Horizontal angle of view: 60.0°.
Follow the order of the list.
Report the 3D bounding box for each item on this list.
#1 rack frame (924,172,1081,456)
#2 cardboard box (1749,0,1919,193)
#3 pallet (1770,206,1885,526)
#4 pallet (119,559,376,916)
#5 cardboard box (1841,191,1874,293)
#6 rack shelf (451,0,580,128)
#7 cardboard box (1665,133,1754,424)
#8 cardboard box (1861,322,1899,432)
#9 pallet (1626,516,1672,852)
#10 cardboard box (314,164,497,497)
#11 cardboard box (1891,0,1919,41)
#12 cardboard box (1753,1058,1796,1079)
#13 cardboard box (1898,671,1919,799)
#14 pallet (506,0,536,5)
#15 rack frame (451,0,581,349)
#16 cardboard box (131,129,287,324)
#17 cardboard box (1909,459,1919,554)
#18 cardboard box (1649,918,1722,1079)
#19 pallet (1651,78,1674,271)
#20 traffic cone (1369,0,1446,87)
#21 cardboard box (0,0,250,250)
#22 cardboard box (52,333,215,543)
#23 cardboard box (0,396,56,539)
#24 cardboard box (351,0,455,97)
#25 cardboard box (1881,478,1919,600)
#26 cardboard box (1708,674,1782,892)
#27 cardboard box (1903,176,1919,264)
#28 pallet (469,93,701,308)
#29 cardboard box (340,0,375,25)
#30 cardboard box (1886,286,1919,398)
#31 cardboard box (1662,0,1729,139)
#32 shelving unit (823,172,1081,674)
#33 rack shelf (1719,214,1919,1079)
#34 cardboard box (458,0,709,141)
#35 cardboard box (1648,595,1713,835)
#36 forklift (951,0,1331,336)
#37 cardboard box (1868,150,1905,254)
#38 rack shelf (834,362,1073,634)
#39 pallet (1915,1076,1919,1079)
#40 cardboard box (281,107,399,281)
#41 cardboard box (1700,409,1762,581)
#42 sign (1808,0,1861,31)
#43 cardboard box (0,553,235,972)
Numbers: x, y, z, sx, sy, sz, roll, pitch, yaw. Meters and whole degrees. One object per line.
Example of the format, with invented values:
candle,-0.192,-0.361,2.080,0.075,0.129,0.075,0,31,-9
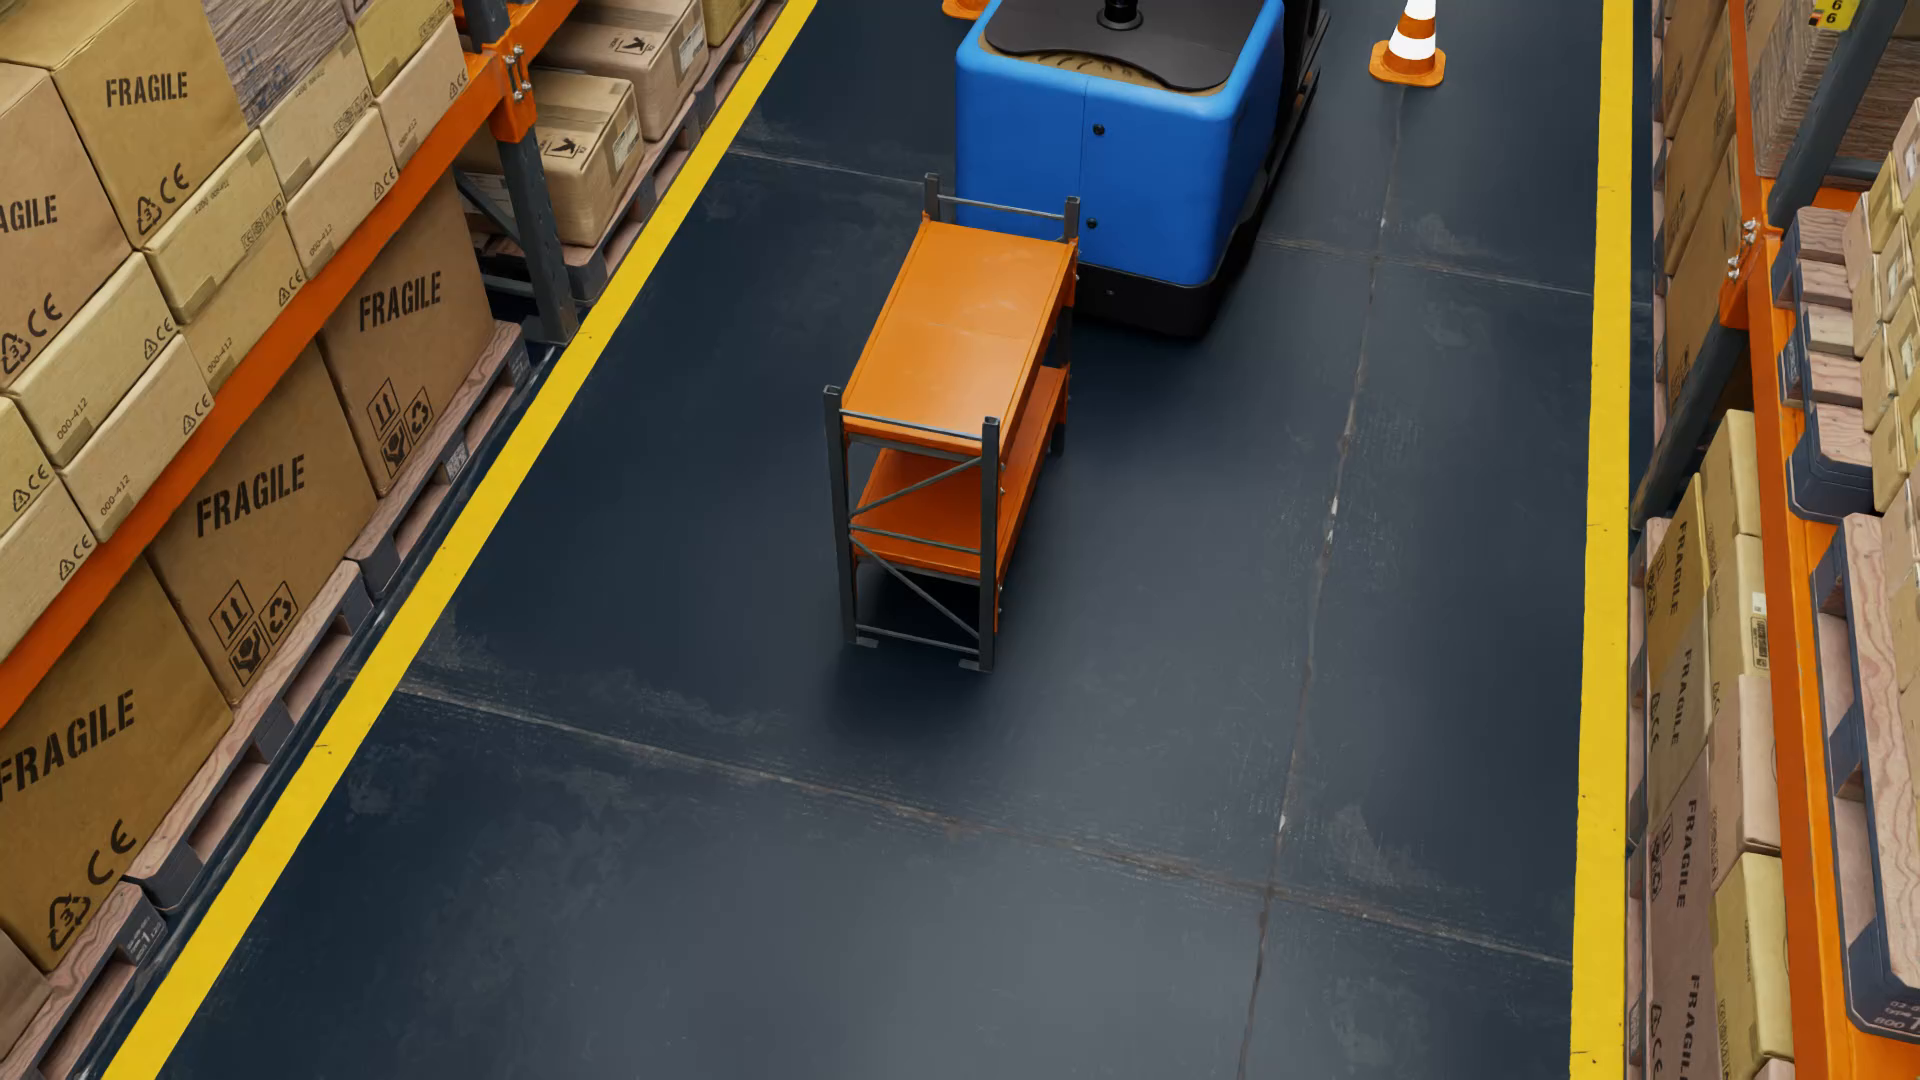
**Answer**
rack frame,0.132,-0.735,5.648,0.500,1.125,0.032,12,50,10
cardboard box,2.684,-1.381,4.902,0.500,0.500,0.500,12,50,10
pallet,2.740,-0.369,4.203,1.213,0.211,1.003,12,50,10
pallet,-2.581,0.485,5.181,1.003,0.211,1.213,12,50,10
cardboard box,2.512,-0.741,4.291,0.380,0.149,0.250,11,49,10
rack shelf,-1.451,-3.082,6.949,1.077,0.370,4.000,12,50,10
cardboard box,3.072,-0.786,5.664,1.050,0.750,0.750,11,49,10
cardboard box,2.371,-0.352,3.947,0.380,0.149,0.250,14,50,12
pallet,2.617,0.518,5.152,1.003,0.211,1.213,12,50,10
cardboard box,-2.240,-0.826,5.615,0.875,0.875,0.875,11,50,10
cardboard box,2.952,-1.656,4.477,0.700,0.500,0.500,11,50,10
cardboard box,1.872,1.406,3.395,0.500,0.250,0.500,14,50,12
cardboard box,2.095,0.406,3.278,0.380,0.149,0.250,10,49,9
pallet,-1.893,-2.346,5.948,1.213,0.211,1.003,12,50,10
rack frame,-1.978,-1.873,5.402,1.000,3.000,0.127,12,50,10
cardboard box,-2.106,-0.842,4.259,0.500,0.250,0.500,10,49,9
cardboard box,2.235,-0.061,3.492,0.380,0.149,0.250,12,50,10
cardboard box,1.998,1.286,4.001,0.500,0.500,0.500,11,49,9
pallet,3.428,-1.482,6.917,1.003,0.211,1.213,12,50,10
traffic cone,2.068,-2.351,7.516,0.336,0.463,0.334,12,50,10
cardboard box,-2.126,-1.081,3.969,0.500,0.500,0.500,12,50,10
cardboard box,-2.234,-0.298,4.112,0.500,0.250,0.500,11,49,9
cardboard box,-2.374,-0.100,3.605,0.500,0.250,0.500,12,50,11
cardboard box,-1.860,-1.588,4.918,0.500,0.250,0.500,11,50,10
cardboard box,2.233,0.037,3.605,0.380,0.149,0.250,13,50,11
cardboard box,2.133,0.644,4.068,0.500,0.250,0.500,12,50,10
cardboard box,2.448,-0.731,3.885,0.380,0.149,0.250,10,49,9
pallet,-1.771,-1.515,6.946,1.003,0.211,1.213,12,50,10
cardboard box,-1.861,-1.811,4.614,0.500,0.500,0.500,10,49,9
cardboard box,2.367,-0.423,3.812,0.380,0.149,0.250,10,49,9
cardboard box,3.543,-2.093,6.817,1.050,0.750,0.750,12,50,10
shelving unit,-0.002,-0.367,5.324,0.538,1.125,1.048,12,50,10
rack shelf,2.298,0.715,3.598,1.077,0.370,4.000,12,50,10
cardboard box,-1.633,-2.084,7.062,0.950,0.372,0.625,11,49,9
cardboard box,2.263,0.545,4.656,0.500,0.500,0.500,12,50,10
forklift,0.965,-2.875,6.333,1.130,2.935,3.031,16,50,14
cardboard box,2.504,-0.814,4.156,0.380,0.149,0.250,14,50,12
rack shelf,-0.002,-0.206,5.507,0.538,0.278,1.000,12,50,10
pallet,2.113,1.463,2.586,1.003,0.211,1.213,12,50,10
cardboard box,-1.980,-1.034,4.762,0.500,0.250,0.500,12,50,11
cardboard box,2.409,-0.078,4.705,0.500,0.250,0.500,10,49,8
sign,2.288,-1.459,4.265,0.100,0.325,0.005,12,50,10
cardboard box,-2.714,0.465,4.476,0.875,0.875,0.875,13,50,11
